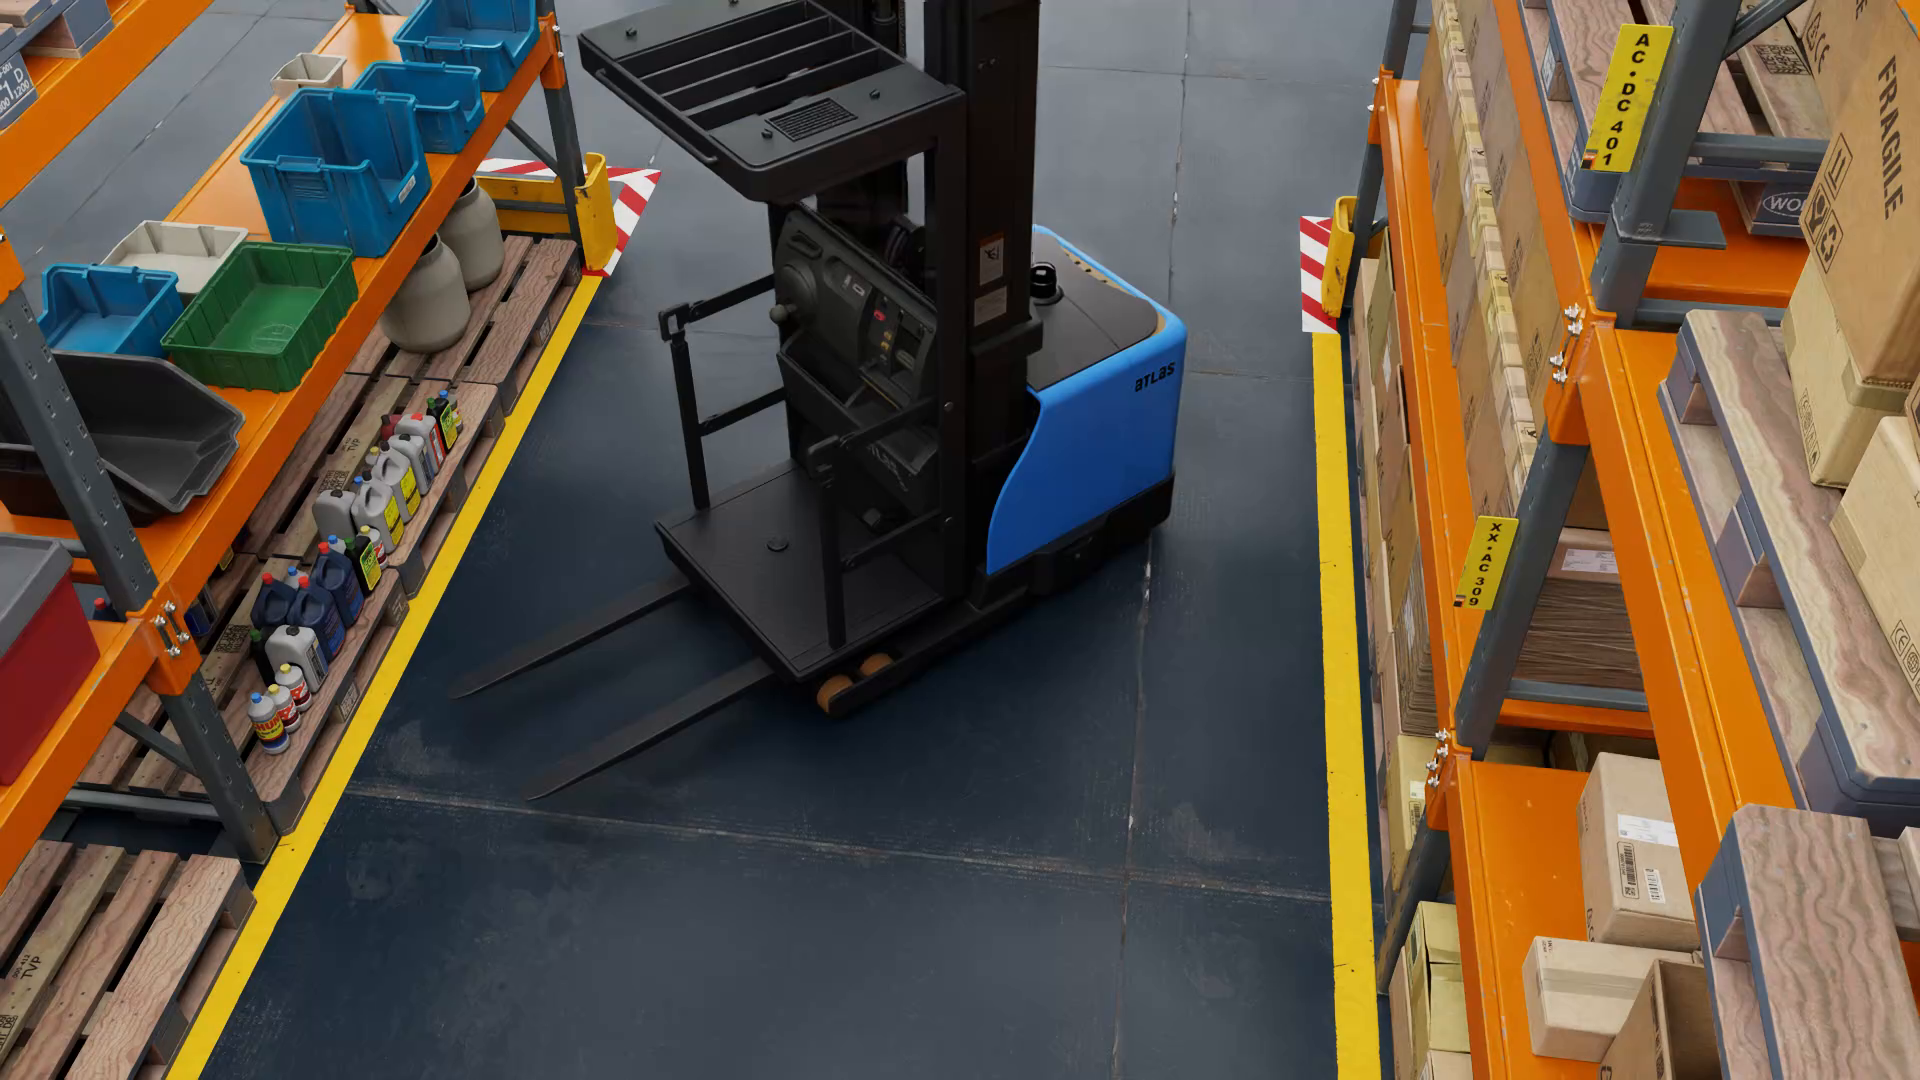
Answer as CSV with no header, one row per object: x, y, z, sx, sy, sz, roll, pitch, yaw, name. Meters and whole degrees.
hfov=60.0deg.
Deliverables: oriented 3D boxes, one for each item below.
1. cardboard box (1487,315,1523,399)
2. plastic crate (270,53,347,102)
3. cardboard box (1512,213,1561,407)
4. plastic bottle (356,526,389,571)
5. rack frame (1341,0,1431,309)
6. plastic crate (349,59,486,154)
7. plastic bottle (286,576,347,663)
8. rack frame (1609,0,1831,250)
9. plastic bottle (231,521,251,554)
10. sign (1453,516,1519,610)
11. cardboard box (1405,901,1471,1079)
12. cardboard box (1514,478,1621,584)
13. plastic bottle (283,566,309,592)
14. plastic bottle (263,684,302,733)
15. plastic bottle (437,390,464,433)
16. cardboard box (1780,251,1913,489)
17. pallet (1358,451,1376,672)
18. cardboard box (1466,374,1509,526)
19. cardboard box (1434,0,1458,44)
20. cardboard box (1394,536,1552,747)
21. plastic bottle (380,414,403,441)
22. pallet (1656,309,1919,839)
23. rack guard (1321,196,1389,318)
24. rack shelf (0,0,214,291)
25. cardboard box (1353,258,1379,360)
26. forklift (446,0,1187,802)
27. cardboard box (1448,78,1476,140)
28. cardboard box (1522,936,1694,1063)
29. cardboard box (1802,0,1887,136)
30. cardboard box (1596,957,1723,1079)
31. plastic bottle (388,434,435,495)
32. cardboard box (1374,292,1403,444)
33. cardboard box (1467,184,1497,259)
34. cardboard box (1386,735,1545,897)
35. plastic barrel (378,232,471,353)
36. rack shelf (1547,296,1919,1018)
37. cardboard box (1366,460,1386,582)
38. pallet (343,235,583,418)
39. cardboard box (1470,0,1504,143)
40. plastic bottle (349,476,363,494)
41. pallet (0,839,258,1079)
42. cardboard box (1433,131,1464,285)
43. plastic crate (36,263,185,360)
1.837,-0.548,5.102,0.380,0.149,0.250,5,44,5,cardboard box
-2.905,-2.048,7.423,0.298,0.136,0.250,5,44,6,plastic crate
2.031,-0.700,4.791,0.700,0.500,0.500,5,44,5,cardboard box
-2.393,0.027,6.756,0.097,0.201,0.097,0,43,0,plastic bottle
2.442,-2.271,7.467,1.000,3.000,0.127,5,44,6,rack frame
-2.329,-1.860,7.141,0.499,0.251,0.408,5,44,6,plastic crate
-2.479,0.292,6.367,0.144,0.351,0.185,6,44,7,plastic bottle
1.913,-1.724,2.525,1.000,3.000,0.127,5,44,6,rack frame
-2.998,-0.088,6.817,0.061,0.283,0.133,5,44,6,plastic bottle
1.362,0.062,4.315,0.100,0.325,0.005,5,44,6,sign
1.611,1.356,4.923,0.500,0.311,0.500,5,44,6,cardboard box
1.736,-0.022,4.547,0.380,0.149,0.250,5,44,5,cardboard box
-2.579,0.211,6.510,0.097,0.271,0.097,0,43,0,plastic bottle
-2.507,0.612,6.137,0.097,0.201,0.097,0,43,0,plastic bottle
-2.276,-0.576,7.392,0.097,0.201,0.097,0,43,0,plastic bottle
1.822,-0.313,3.021,0.500,0.250,0.500,9,44,10,cardboard box
2.218,0.095,6.996,1.003,0.211,1.213,5,44,6,pallet
2.028,-0.244,5.254,0.700,0.500,0.500,5,44,5,cardboard box
2.144,-2.115,6.758,0.380,0.149,0.250,4,44,4,cardboard box
1.835,0.353,5.845,0.500,0.500,0.500,5,44,6,cardboard box
-2.442,-0.446,7.195,0.061,0.283,0.133,5,44,6,plastic bottle
1.809,0.037,2.986,0.805,0.209,1.217,4,44,4,pallet
2.445,-1.380,8.344,1.175,0.500,0.348,5,44,6,rack guard
-2.732,-2.189,5.722,1.077,0.370,4.000,5,44,6,rack shelf
2.150,-1.080,7.903,0.500,0.250,0.500,5,44,6,cardboard box
-0.555,-0.785,5.947,3.031,2.935,1.130,-28,50,-26,forklift
2.041,-1.591,6.205,0.380,0.149,0.250,4,44,4,cardboard box
1.593,1.131,4.056,0.380,0.149,0.250,5,44,6,cardboard box
2.241,-1.193,3.667,0.500,0.500,0.500,9,44,9,cardboard box
1.725,1.299,3.623,0.500,0.500,0.500,8,44,9,cardboard box
-2.355,-0.339,7.088,0.152,0.276,0.135,4,44,4,plastic bottle
2.033,-0.669,6.924,0.500,0.500,0.500,5,44,6,cardboard box
1.938,-1.068,5.652,0.380,0.149,0.250,7,44,7,cardboard box
1.757,0.965,5.744,0.500,0.250,0.500,5,44,6,cardboard box
-2.545,-1.176,7.814,0.421,0.512,0.421,0,43,0,plastic barrel
1.648,0.990,2.364,1.077,0.370,4.000,5,44,6,rack shelf
1.950,-0.058,6.824,0.500,0.250,0.500,5,44,6,cardboard box
-2.544,-1.102,8.261,1.003,0.211,1.213,5,44,6,pallet
2.230,-1.723,5.872,0.700,0.500,0.500,5,44,6,cardboard box
-2.498,-0.180,6.974,0.097,0.201,0.097,0,43,0,plastic bottle
-3.062,1.553,5.456,1.003,0.211,1.213,5,44,6,pallet
2.231,-1.294,6.363,0.700,0.500,0.500,6,44,6,cardboard box
-3.119,-0.723,5.940,0.499,0.251,0.616,5,44,6,plastic crate
